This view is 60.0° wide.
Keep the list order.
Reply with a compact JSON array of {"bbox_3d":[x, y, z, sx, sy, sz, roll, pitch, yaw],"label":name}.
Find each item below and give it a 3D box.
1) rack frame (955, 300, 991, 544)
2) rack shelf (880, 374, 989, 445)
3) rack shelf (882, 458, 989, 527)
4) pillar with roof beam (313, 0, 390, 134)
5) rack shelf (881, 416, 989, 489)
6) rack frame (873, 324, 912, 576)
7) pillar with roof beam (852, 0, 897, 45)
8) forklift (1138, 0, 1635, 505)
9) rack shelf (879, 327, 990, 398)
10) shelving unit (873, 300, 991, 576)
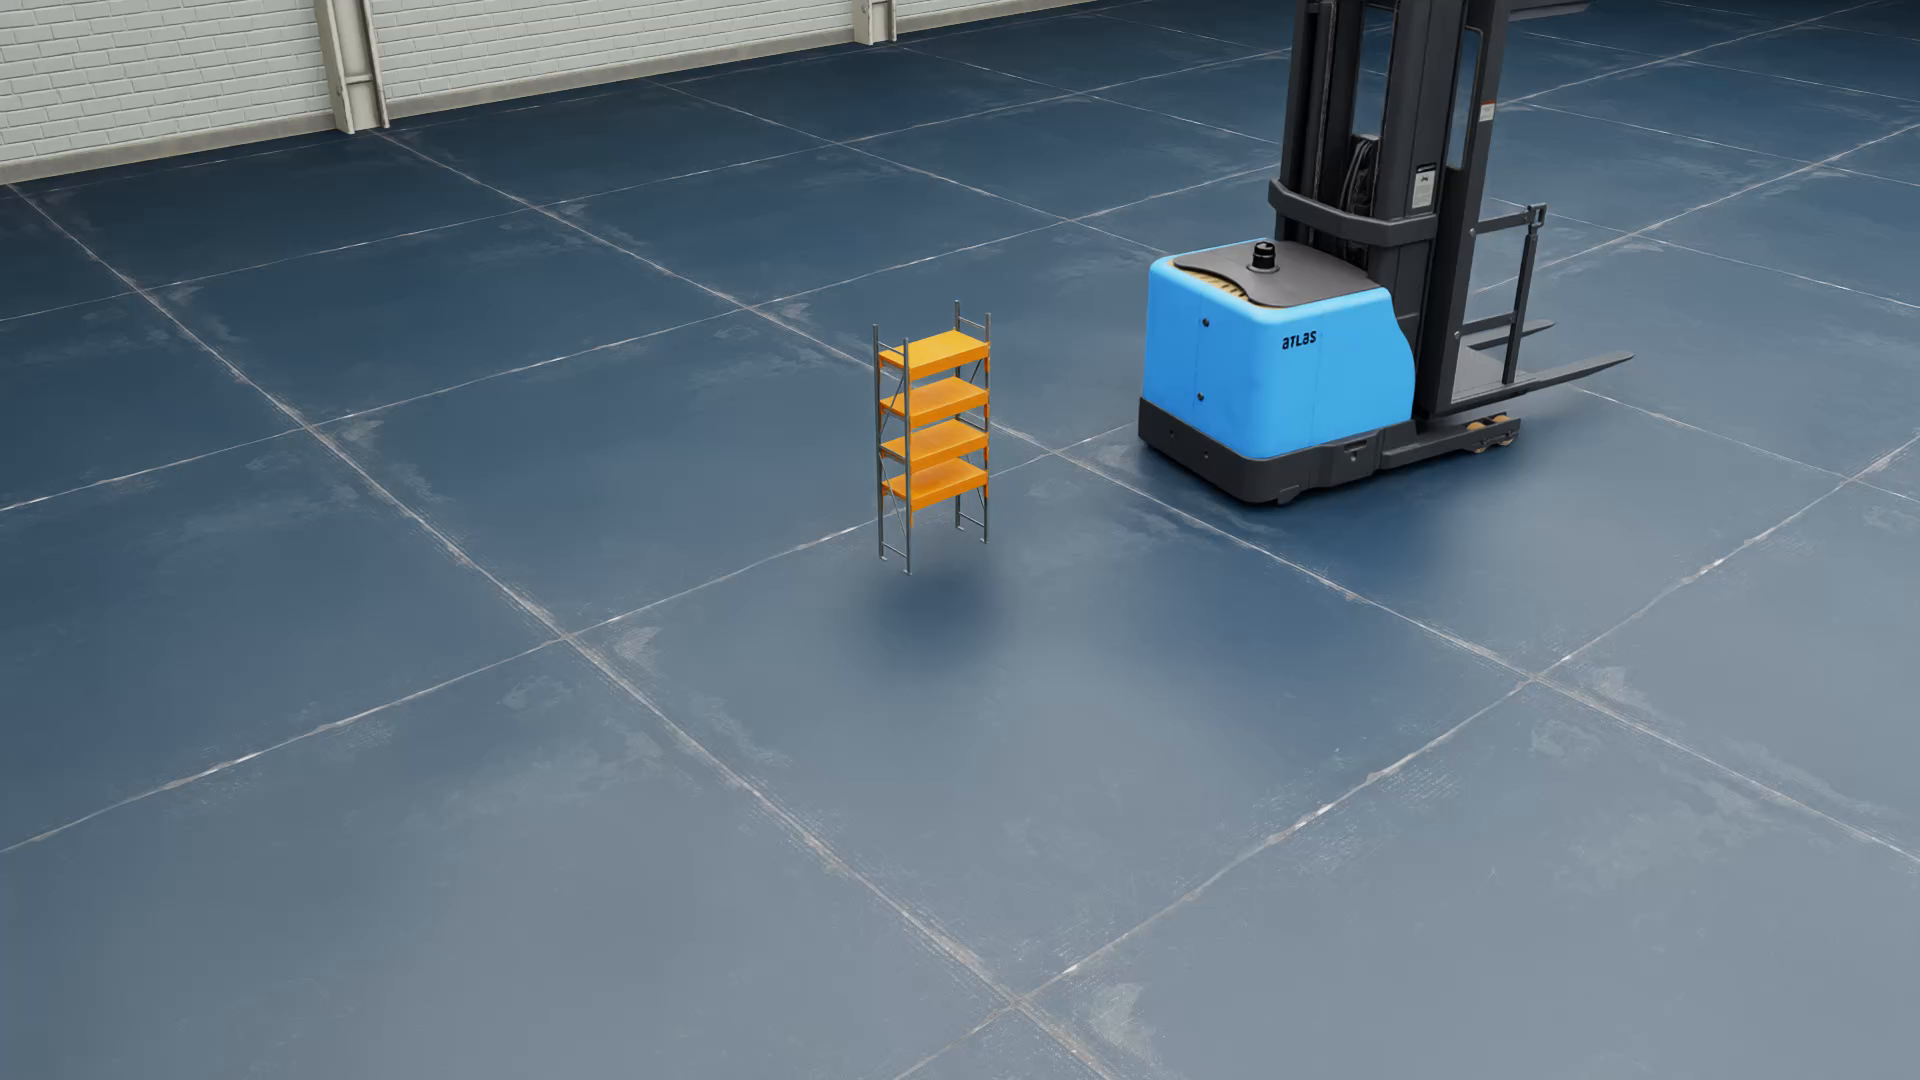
[{"bbox_3d":[0.060,-0.553,8.012,0.015,1.200,0.240,-22,35,-35],"label":"rack frame"},{"bbox_3d":[-0.126,-0.616,7.799,0.480,0.148,0.258,-22,35,-35],"label":"rack shelf"},{"bbox_3d":[-0.126,-0.244,7.998,0.480,0.148,0.258,-22,35,-35],"label":"rack shelf"},{"bbox_3d":[-2.735,-6.246,10.391,0.400,9.000,9.100,-22,35,-35],"label":"pillar with roof beam"},{"bbox_3d":[-0.126,-0.419,7.904,0.480,0.148,0.258,-22,35,-35],"label":"rack shelf"},{"bbox_3d":[-0.312,-0.404,7.733,0.015,1.200,0.240,-22,35,-35],"label":"rack frame"},{"bbox_3d":[1.829,-8.082,13.825,0.400,9.000,9.100,-22,35,-35],"label":"pillar with roof beam"},{"bbox_3d":[2.515,-1.970,8.827,3.031,2.935,1.130,-15,32,-26],"label":"forklift"},{"bbox_3d":[-0.126,-0.825,7.687,0.480,0.148,0.258,-22,35,-35],"label":"rack shelf"},{"bbox_3d":[-0.126,-0.479,7.872,0.503,1.200,0.258,-22,35,-35],"label":"shelving unit"}]
